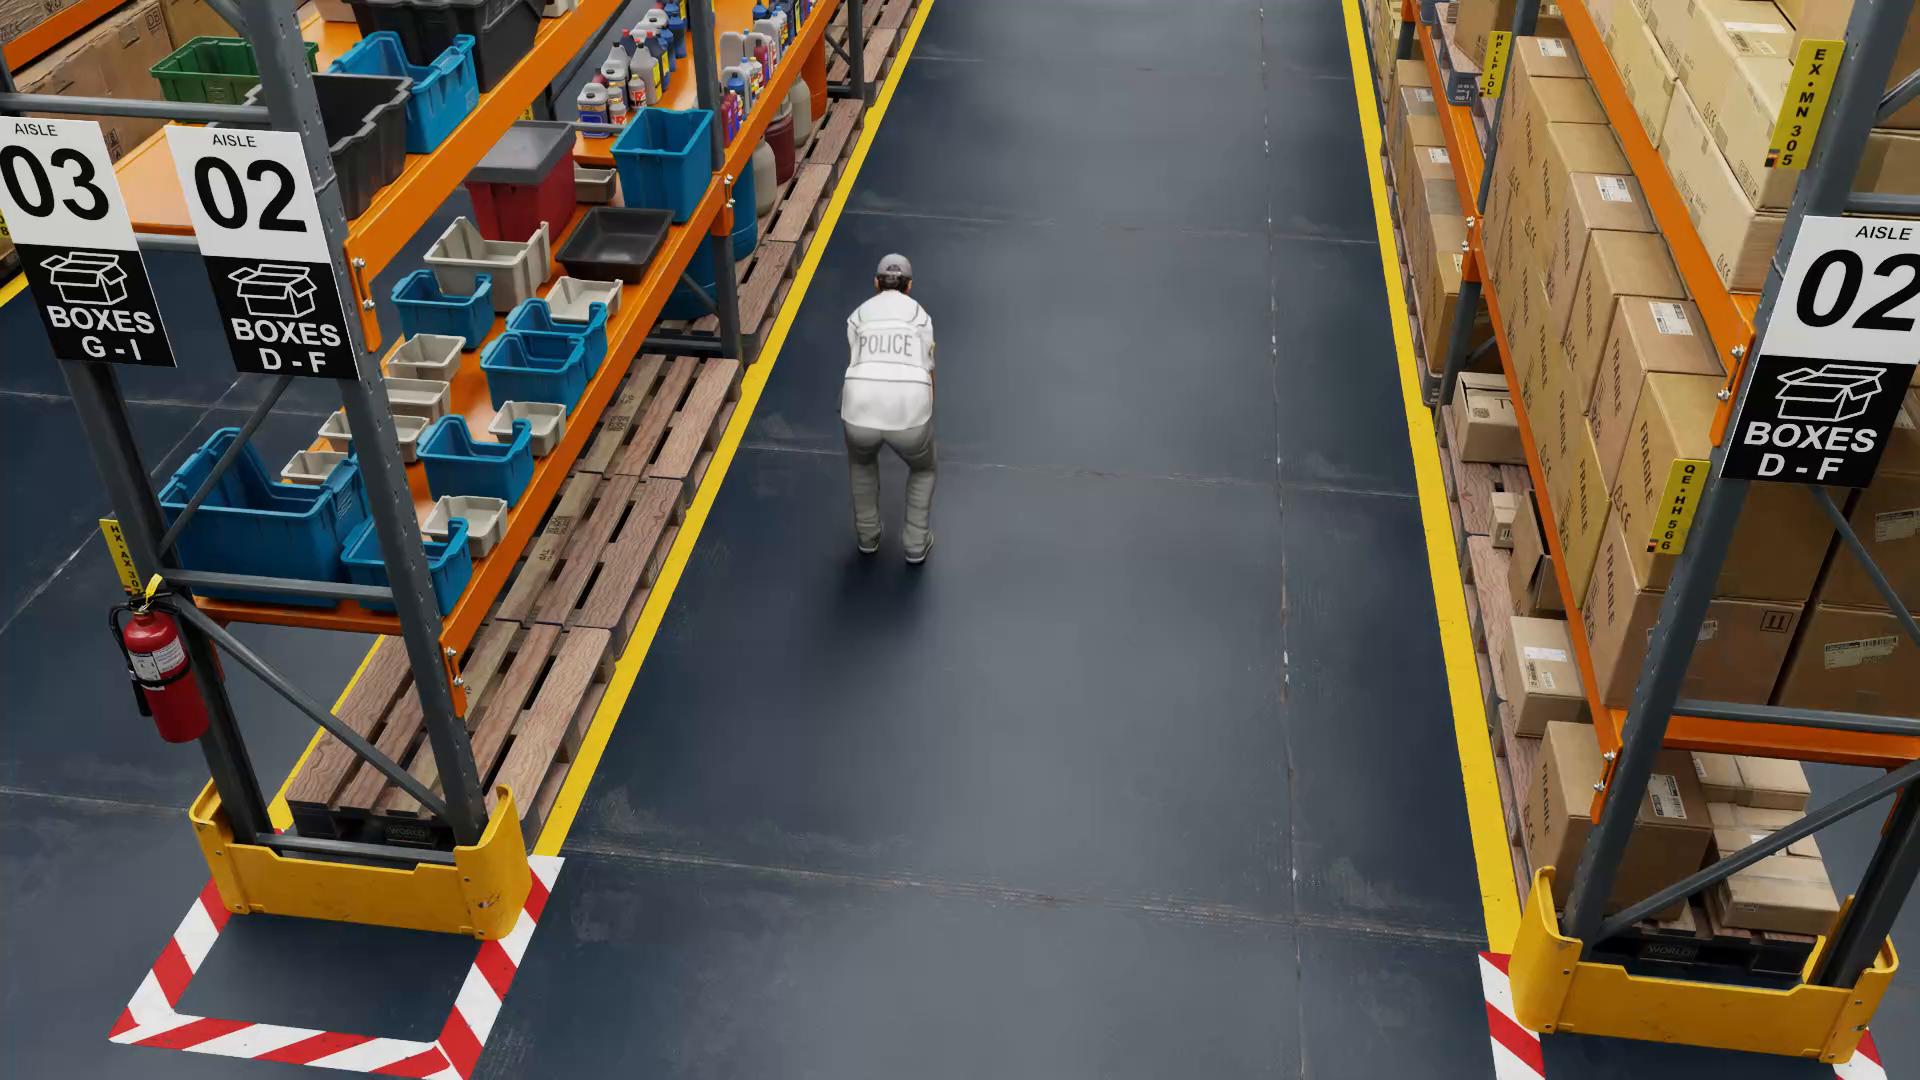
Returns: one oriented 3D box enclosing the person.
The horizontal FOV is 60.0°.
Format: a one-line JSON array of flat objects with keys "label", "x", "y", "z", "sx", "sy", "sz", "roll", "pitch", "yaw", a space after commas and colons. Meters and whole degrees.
[{"label": "person", "x": -0.328, "y": -0.622, "z": 8.108, "sx": 0.461, "sy": 1.405, "sz": 0.837, "roll": 3, "pitch": 36, "yaw": 5}]
